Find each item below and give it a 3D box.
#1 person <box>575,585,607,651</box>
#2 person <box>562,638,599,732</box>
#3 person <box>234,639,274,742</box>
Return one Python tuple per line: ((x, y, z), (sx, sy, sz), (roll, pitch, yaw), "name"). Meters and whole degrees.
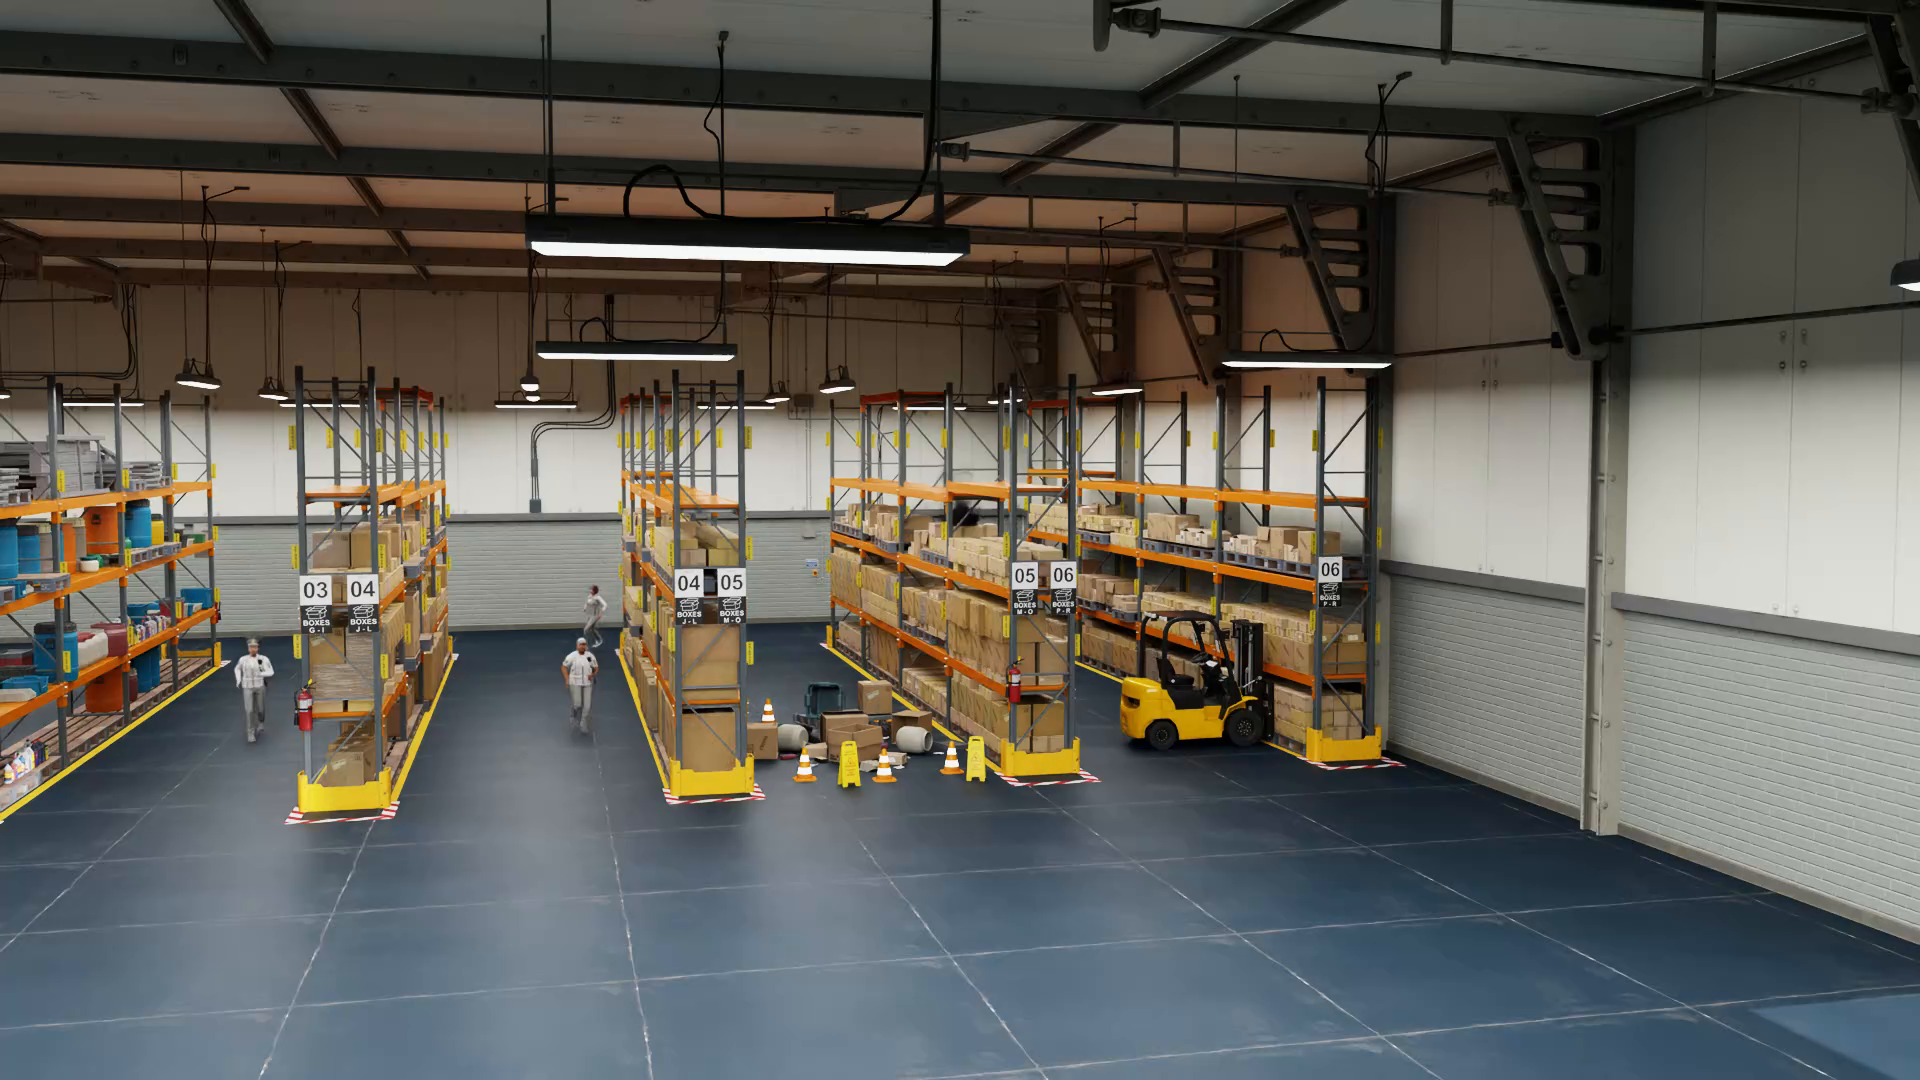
((-8.720, 1.853, 39.441), (0.610, 1.592, 0.837), (3, 5, 44), "person")
((-6.478, 2.497, 28.480), (0.606, 1.615, 0.537), (-1, 4, -22), "person")
((-11.810, 2.478, 27.804), (0.596, 1.674, 0.938), (-1, 4, -21), "person")
